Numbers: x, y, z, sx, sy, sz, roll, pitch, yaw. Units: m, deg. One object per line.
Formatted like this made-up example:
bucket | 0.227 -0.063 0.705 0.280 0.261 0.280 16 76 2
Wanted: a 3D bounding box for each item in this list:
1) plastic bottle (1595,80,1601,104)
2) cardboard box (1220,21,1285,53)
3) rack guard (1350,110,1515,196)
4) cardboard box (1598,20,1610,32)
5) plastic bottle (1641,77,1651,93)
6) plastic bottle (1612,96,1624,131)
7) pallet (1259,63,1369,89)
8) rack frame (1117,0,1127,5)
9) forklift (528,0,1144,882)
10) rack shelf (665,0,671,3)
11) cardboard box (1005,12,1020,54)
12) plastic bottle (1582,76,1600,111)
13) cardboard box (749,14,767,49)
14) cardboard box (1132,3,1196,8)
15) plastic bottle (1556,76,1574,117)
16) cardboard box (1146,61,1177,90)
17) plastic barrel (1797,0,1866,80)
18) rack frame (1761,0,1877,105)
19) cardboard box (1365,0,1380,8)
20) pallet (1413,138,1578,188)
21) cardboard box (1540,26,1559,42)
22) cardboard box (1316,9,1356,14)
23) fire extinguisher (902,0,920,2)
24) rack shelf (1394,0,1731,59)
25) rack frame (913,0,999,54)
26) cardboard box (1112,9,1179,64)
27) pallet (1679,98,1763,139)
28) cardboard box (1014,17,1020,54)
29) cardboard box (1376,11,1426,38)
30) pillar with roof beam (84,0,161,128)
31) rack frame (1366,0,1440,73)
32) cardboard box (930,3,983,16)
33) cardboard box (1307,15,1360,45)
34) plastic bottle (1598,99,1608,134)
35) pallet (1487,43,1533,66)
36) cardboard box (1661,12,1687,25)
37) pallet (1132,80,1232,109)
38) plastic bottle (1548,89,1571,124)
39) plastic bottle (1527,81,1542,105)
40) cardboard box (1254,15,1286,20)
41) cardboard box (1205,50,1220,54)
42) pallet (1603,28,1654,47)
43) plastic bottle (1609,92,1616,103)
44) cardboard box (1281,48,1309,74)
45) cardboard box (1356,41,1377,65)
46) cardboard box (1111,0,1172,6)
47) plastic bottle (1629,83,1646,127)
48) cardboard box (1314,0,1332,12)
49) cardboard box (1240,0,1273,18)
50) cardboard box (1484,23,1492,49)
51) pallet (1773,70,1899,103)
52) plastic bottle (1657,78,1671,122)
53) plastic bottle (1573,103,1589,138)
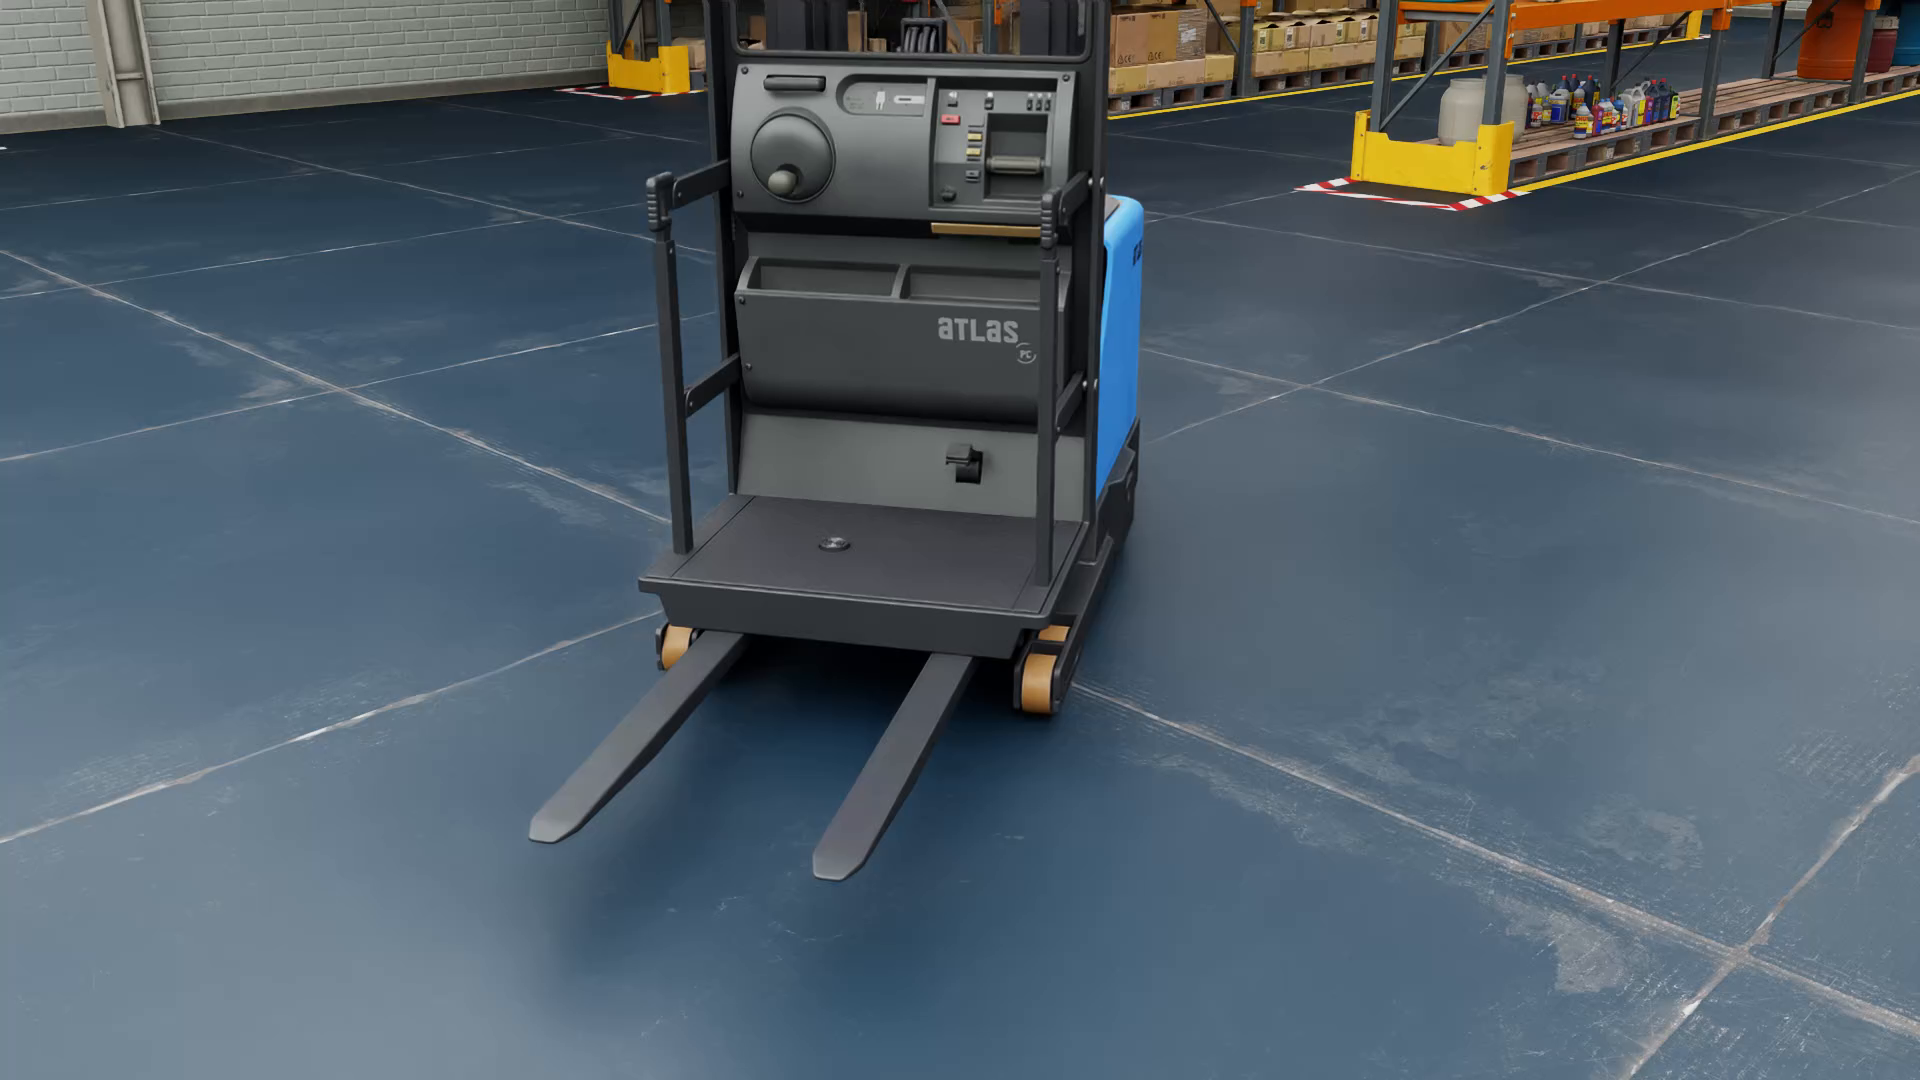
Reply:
plastic bottle | 5.755 -4.035 15.081 0.097 0.271 0.097 0 21 0
cardboard box | 3.211 -5.534 18.258 0.500 0.311 0.500 19 28 41
rack guard | 3.520 -2.912 12.453 1.175 0.500 0.348 19 28 41
cardboard box | 9.369 -7.534 24.331 0.380 0.166 0.250 19 28 41
plastic bottle | 5.945 -3.843 14.470 0.144 0.351 0.185 19 28 41
plastic bottle | 5.439 -3.533 13.775 0.097 0.271 0.097 0 21 0
pallet | 4.082 -5.529 19.665 1.003 0.211 1.213 19 28 41
rack frame | 1.983 -8.583 23.725 1.000 3.000 0.127 19 28 41
forklift | -0.206 -1.055 4.234 1.130 2.935 3.031 5 22 12
rack shelf | -2.203 -6.705 19.841 1.077 0.370 4.000 19 28 41
cardboard box | 0.802 -5.024 16.665 0.500 0.500 0.500 19 28 41
plastic bottle | 5.534 -3.905 14.631 0.144 0.351 0.185 19 28 41
cardboard box | -2.105 -6.043 19.987 0.700 0.500 0.500 17 27 37
cardboard box | 2.197 -5.538 18.004 0.500 0.500 0.500 19 28 41
plastic bottle | 5.299 -3.892 14.599 0.144 0.351 0.185 18 27 38
cardboard box | 1.883 -4.796 17.120 0.500 0.250 0.500 19 28 41
plastic barrel | 9.410 -5.417 17.926 0.600 0.830 0.708 19 28 41
rack frame | 9.081 -6.104 17.274 1.000 3.000 0.127 19 28 41
cardboard box | 6.798 -9.335 28.580 0.700 0.500 0.500 19 28 40
pallet | 4.090 -2.984 13.045 1.003 0.211 1.213 19 28 41
cardboard box | 7.836 -7.088 22.704 0.500 0.500 0.500 19 28 41
cardboard box | 4.599 -6.320 20.303 0.500 0.311 0.500 18 28 39
fire extinguisher | -0.461 -5.338 15.389 0.296 0.674 0.183 19 28 41
rack shelf | 4.896 -4.226 13.390 1.077 0.370 4.000 19 28 41
rack frame | -0.046 -5.288 15.151 1.000 3.000 0.127 19 28 41
cardboard box | 1.874 -5.150 16.994 0.500 0.500 0.500 19 28 41
pallet | 6.811 -3.985 15.649 1.003 0.211 1.213 19 28 41
cardboard box | 0.835 -4.762 15.984 0.500 0.500 0.500 19 28 41
cardboard box | 5.346 -6.322 20.308 0.500 0.311 0.500 -19 28 -41
pillar with roof beam | -4.830 -7.104 11.514 9.100 9.000 0.400 19 28 41
rack frame | 5.535 -7.344 20.502 1.000 3.000 0.127 19 28 41
cardboard box | 0.019 -6.932 22.300 0.700 0.500 0.500 19 28 40
cardboard box | 4.283 -5.930 19.287 0.500 0.311 0.500 -19 28 -41
plastic bottle | 5.228 -3.455 13.573 0.097 0.271 0.097 0 21 0
pallet | 6.934 -6.537 22.288 1.003 0.211 1.213 19 28 41
cardboard box | 10.913 -8.238 25.697 0.500 0.500 0.500 19 28 41
pallet | 2.160 -4.821 17.822 1.003 0.211 1.213 19 28 41
plastic bottle | 5.126 -3.717 14.248 0.152 0.276 0.135 19 28 41
plastic bottle | 4.873 -3.735 14.190 0.185 0.351 0.144 -19 28 -40
cardboard box | 3.530 -5.929 19.285 0.500 0.311 0.500 19 28 40
cardboard box | 2.826 -5.408 18.710 0.500 0.250 0.500 19 28 40
pallet | 9.656 -7.562 24.955 1.003 0.211 1.213 19 28 41
plastic bottle | 5.496 -3.629 14.007 0.061 0.283 0.133 19 28 41
cardboard box | 3.561 -5.401 18.694 0.500 0.250 0.500 -19 28 -41
cardboard box | 4.633 -5.799 19.727 0.500 0.250 0.500 -19 28 -41
cardboard box | 2.590 -7.932 24.441 0.750 0.750 0.750 19 28 40
plastic bottle | 5.689 -3.674 14.032 0.144 0.351 0.185 19 28 40
cardboard box | 5.722 -8.936 27.540 0.700 0.500 0.500 19 28 40
cardboard box | 4.413 -8.604 26.191 0.750 0.750 0.750 20 28 41
cardboard box | 6.772 -6.692 21.675 0.500 0.500 0.500 19 28 40
pallet | 9.601 -5.015 18.328 1.003 0.211 1.213 19 28 41
plastic bottle | 6.048 -3.807 14.376 0.144 0.351 0.185 18 28 39
plastic bottle | 4.989 -3.367 13.343 0.097 0.271 0.097 0 21 0
